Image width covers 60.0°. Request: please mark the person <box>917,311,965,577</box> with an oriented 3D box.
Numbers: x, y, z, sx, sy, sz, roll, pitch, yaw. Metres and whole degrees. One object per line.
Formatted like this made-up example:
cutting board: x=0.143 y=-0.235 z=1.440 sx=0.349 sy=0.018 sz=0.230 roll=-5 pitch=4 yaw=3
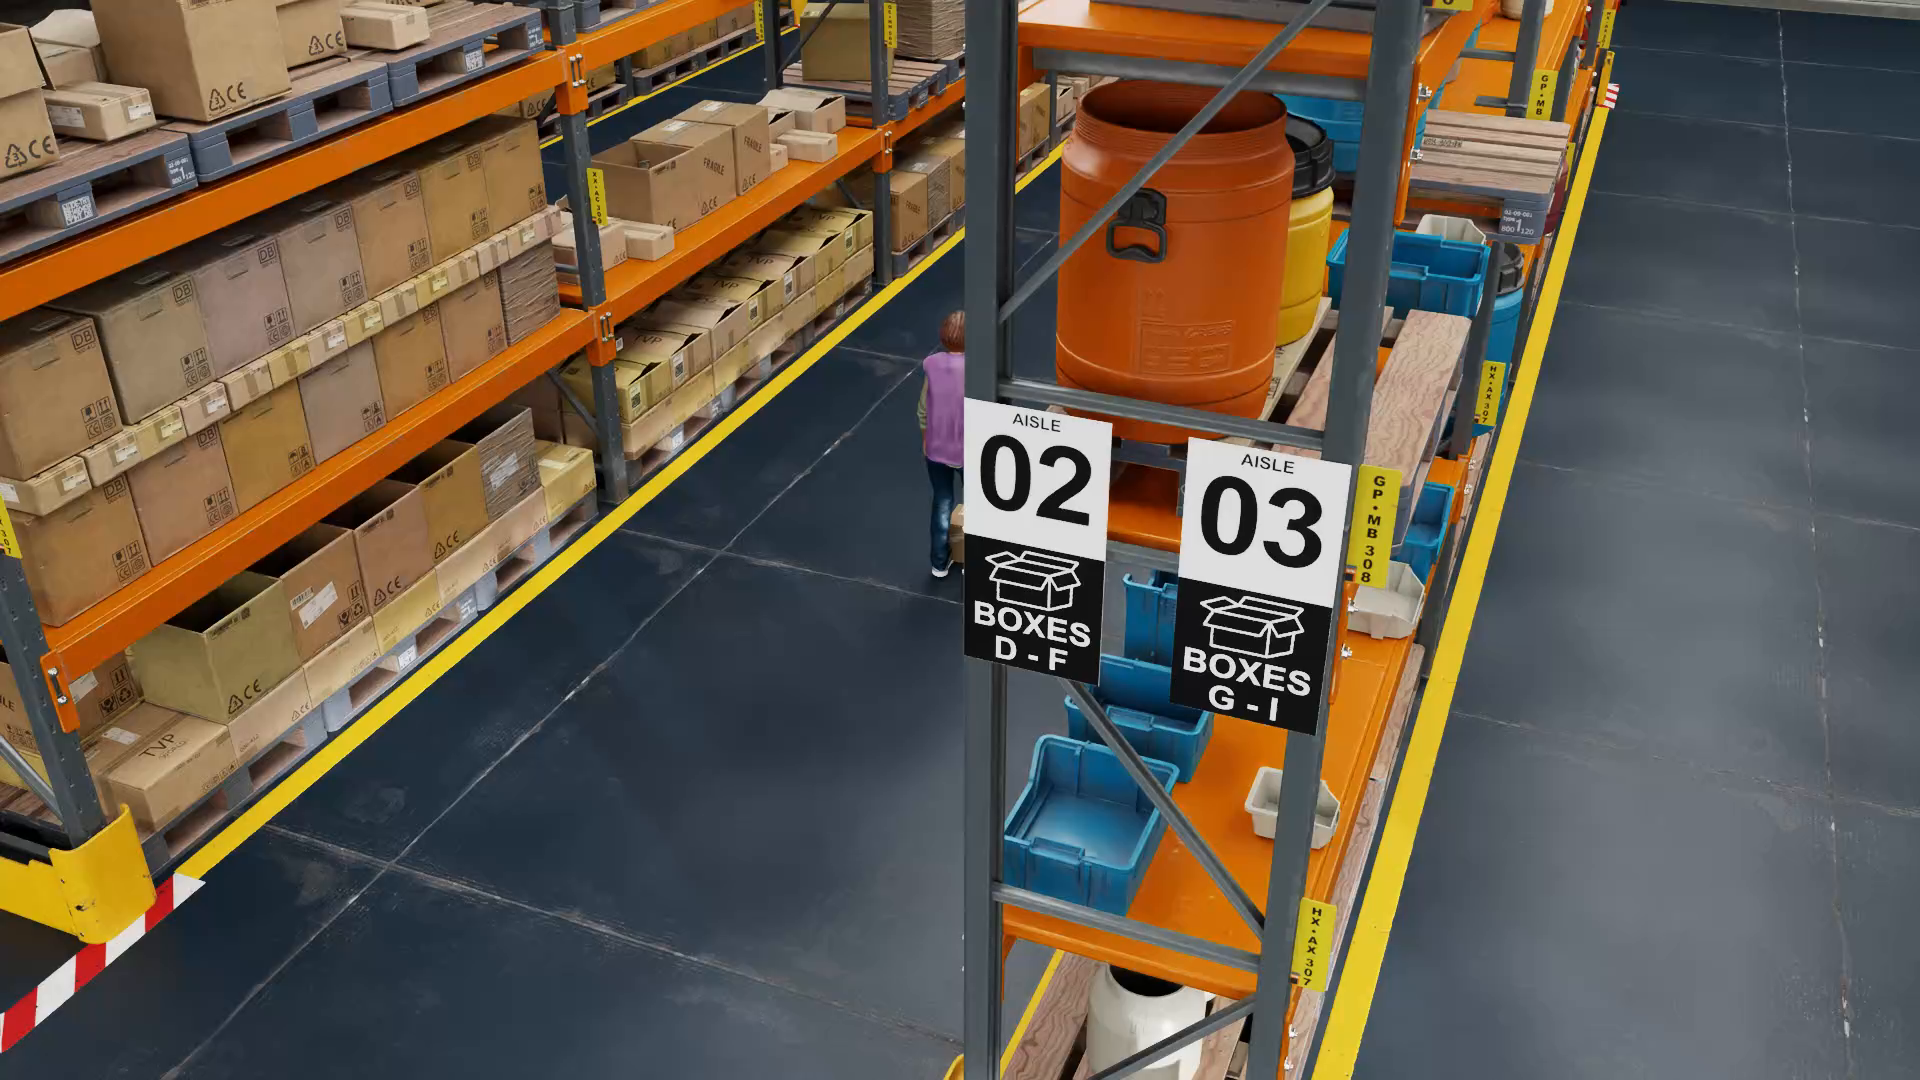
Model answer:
person: x=-0.014 y=-0.498 z=9.257 sx=0.461 sy=1.593 sz=0.343 roll=12 pitch=32 yaw=19
